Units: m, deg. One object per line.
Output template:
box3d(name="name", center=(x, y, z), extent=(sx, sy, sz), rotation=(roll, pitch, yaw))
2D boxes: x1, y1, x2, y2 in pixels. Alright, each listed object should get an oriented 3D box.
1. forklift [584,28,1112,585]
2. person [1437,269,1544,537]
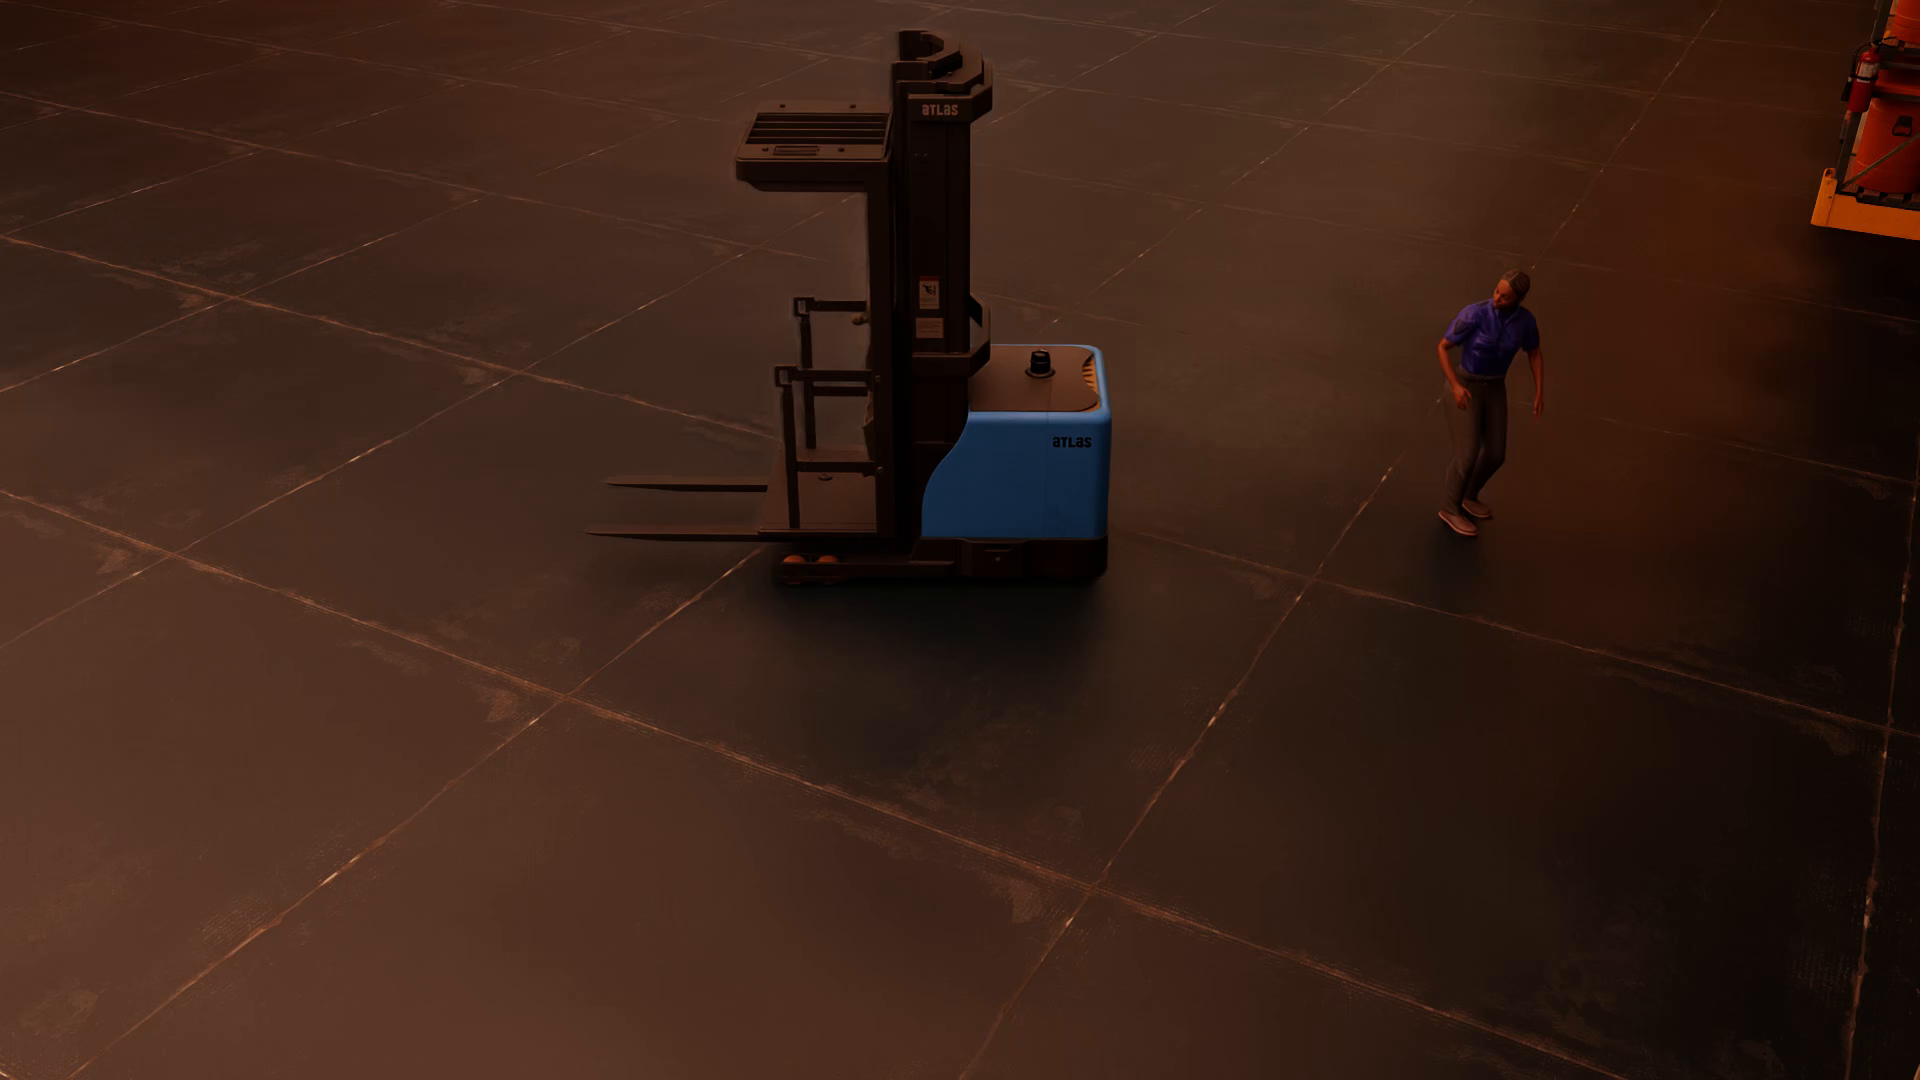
box3d(name="forklift", center=(-0.660, -1.275, 9.280), extent=(3.031, 2.935, 1.130), rotation=(0, 30, 1))
box3d(name="person", center=(3.146, -0.838, 9.852), extent=(0.655, 1.621, 0.463), rotation=(-9, 31, -16))
